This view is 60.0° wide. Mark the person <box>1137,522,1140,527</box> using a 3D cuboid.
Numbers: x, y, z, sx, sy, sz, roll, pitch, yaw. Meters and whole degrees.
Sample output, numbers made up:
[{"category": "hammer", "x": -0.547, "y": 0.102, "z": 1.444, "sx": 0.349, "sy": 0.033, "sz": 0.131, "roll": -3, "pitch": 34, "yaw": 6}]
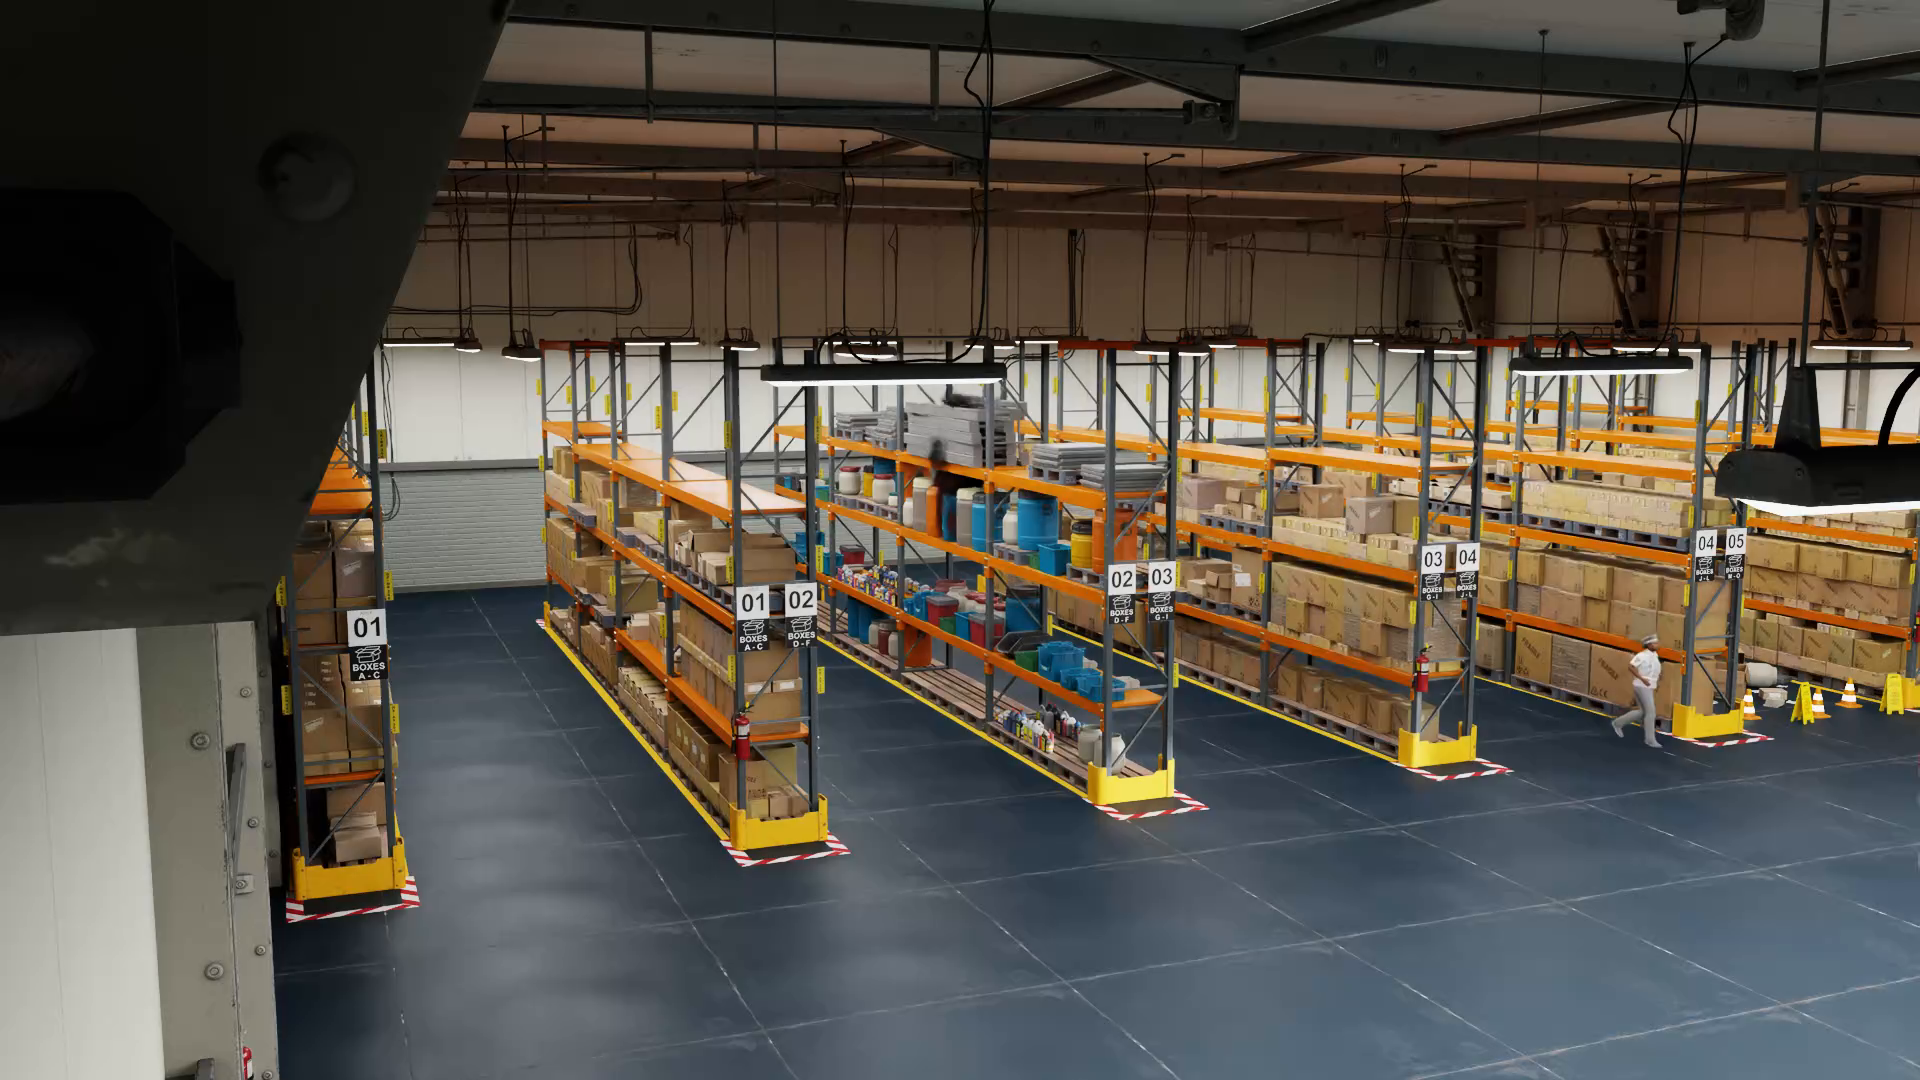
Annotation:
[{"category": "person", "x": 4.107, "y": 0.393, "z": 39.402, "sx": 0.669, "sy": 1.640, "sz": 0.916, "roll": 0, "pitch": 7, "yaw": 1}]

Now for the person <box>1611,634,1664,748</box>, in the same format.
[{"category": "person", "x": 10.378, "y": 2.255, "z": 25.230, "sx": 0.615, "sy": 1.709, "sz": 0.789, "roll": -7, "pitch": 10, "yaw": -44}]

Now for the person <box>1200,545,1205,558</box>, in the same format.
[{"category": "person", "x": 6.043, "y": 0.053, "z": 42.035, "sx": 0.773, "sy": 1.657, "sz": 0.633, "roll": -3, "pitch": 8, "yaw": -21}]
